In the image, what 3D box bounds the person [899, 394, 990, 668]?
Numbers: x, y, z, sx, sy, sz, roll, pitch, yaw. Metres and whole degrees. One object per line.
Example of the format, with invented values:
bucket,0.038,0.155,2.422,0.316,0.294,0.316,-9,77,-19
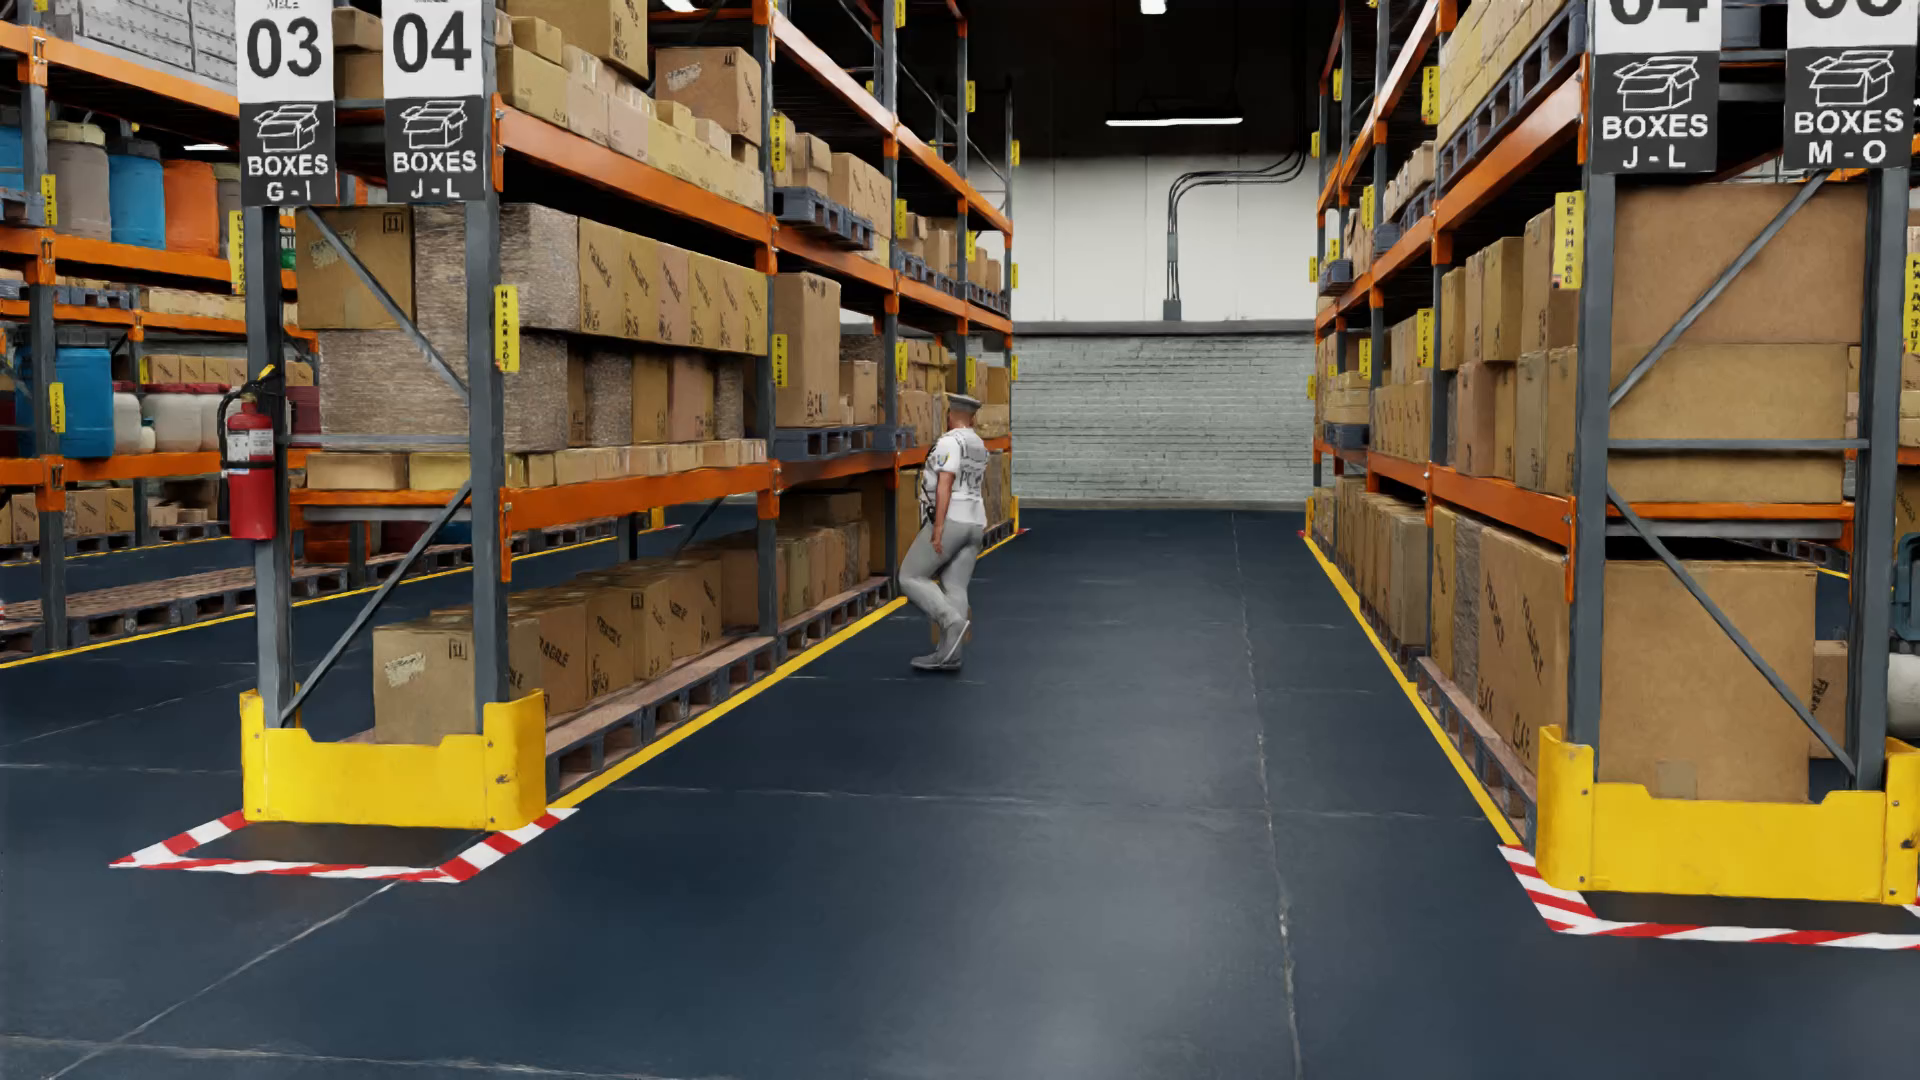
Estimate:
person,-0.047,-0.064,10.447,0.517,1.706,0.710,3,5,31
